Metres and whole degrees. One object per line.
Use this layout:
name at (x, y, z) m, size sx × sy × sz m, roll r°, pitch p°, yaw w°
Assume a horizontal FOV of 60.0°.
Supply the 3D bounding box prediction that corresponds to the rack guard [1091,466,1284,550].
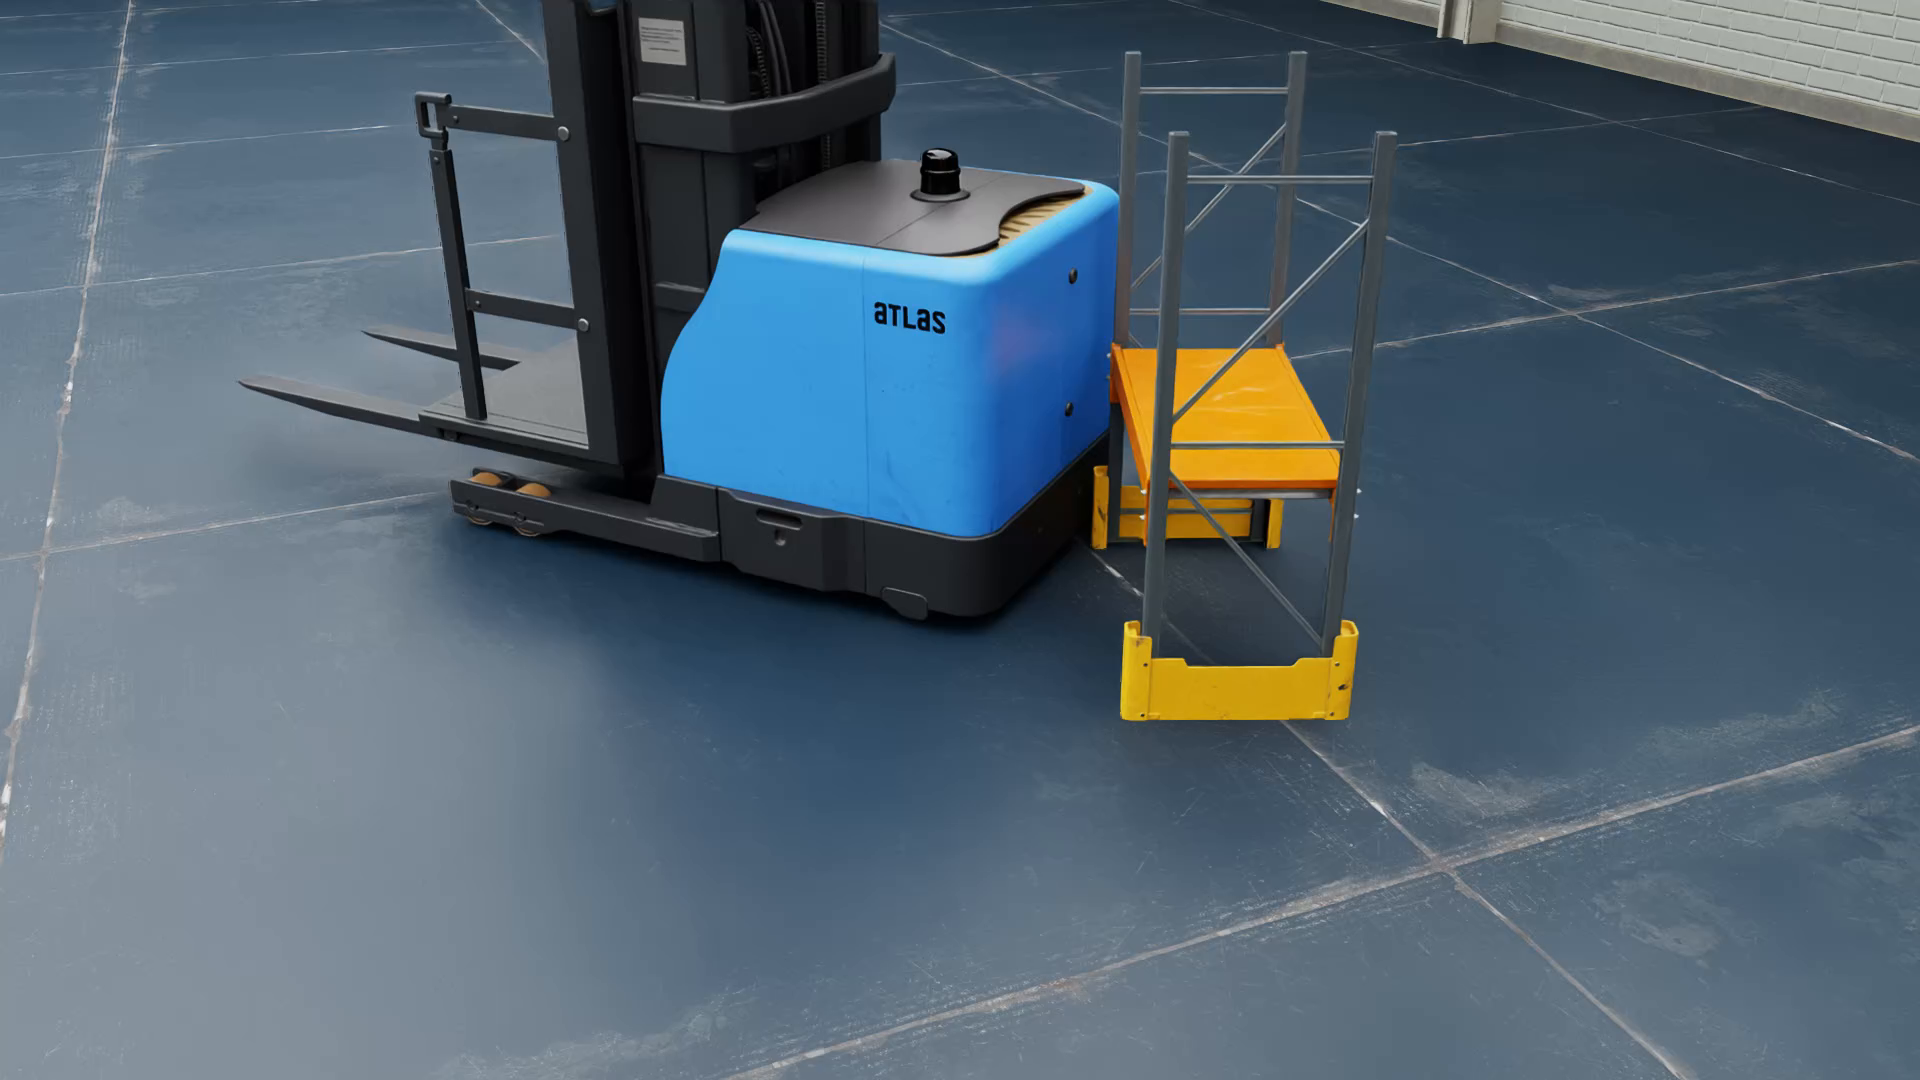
rack guard at (0.706, -0.100, 5.170) m, size 0.587 × 0.250 × 0.087 m, roll 0°, pitch 26°, yaw 0°

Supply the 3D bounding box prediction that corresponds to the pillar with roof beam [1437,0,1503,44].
pillar with roof beam at (0.217, -7.435, 10.221) m, size 9.100 × 9.000 × 0.400 m, roll -11°, pitch 28°, yaw -21°

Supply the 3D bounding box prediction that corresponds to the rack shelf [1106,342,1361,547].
rack shelf at (0.710, -0.286, 4.536) m, size 0.538 × 0.185 × 1.000 m, roll 0°, pitch 26°, yaw 0°

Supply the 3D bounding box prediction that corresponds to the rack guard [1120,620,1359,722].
rack guard at (0.713, 0.337, 4.275) m, size 0.587 × 0.250 × 0.087 m, roll 0°, pitch 26°, yaw 0°

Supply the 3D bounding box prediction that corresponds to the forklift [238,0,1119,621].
forklift at (-1.059, -1.521, 5.024) m, size 3.031 × 2.935 × 1.130 m, roll 12°, pitch 29°, yaw 23°

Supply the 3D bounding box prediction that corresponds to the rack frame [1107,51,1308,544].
rack frame at (0.706, -0.670, 4.913) m, size 0.500 × 1.500 × 0.032 m, roll 0°, pitch 26°, yaw 0°

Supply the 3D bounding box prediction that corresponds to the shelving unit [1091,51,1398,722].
shelving unit at (0.710, -0.443, 4.449) m, size 0.587 × 1.500 × 1.083 m, roll 0°, pitch 26°, yaw 0°

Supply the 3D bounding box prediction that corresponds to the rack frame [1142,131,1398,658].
rack frame at (0.713, -0.224, 4.000) m, size 0.500 × 1.500 × 0.032 m, roll 0°, pitch 26°, yaw 0°
